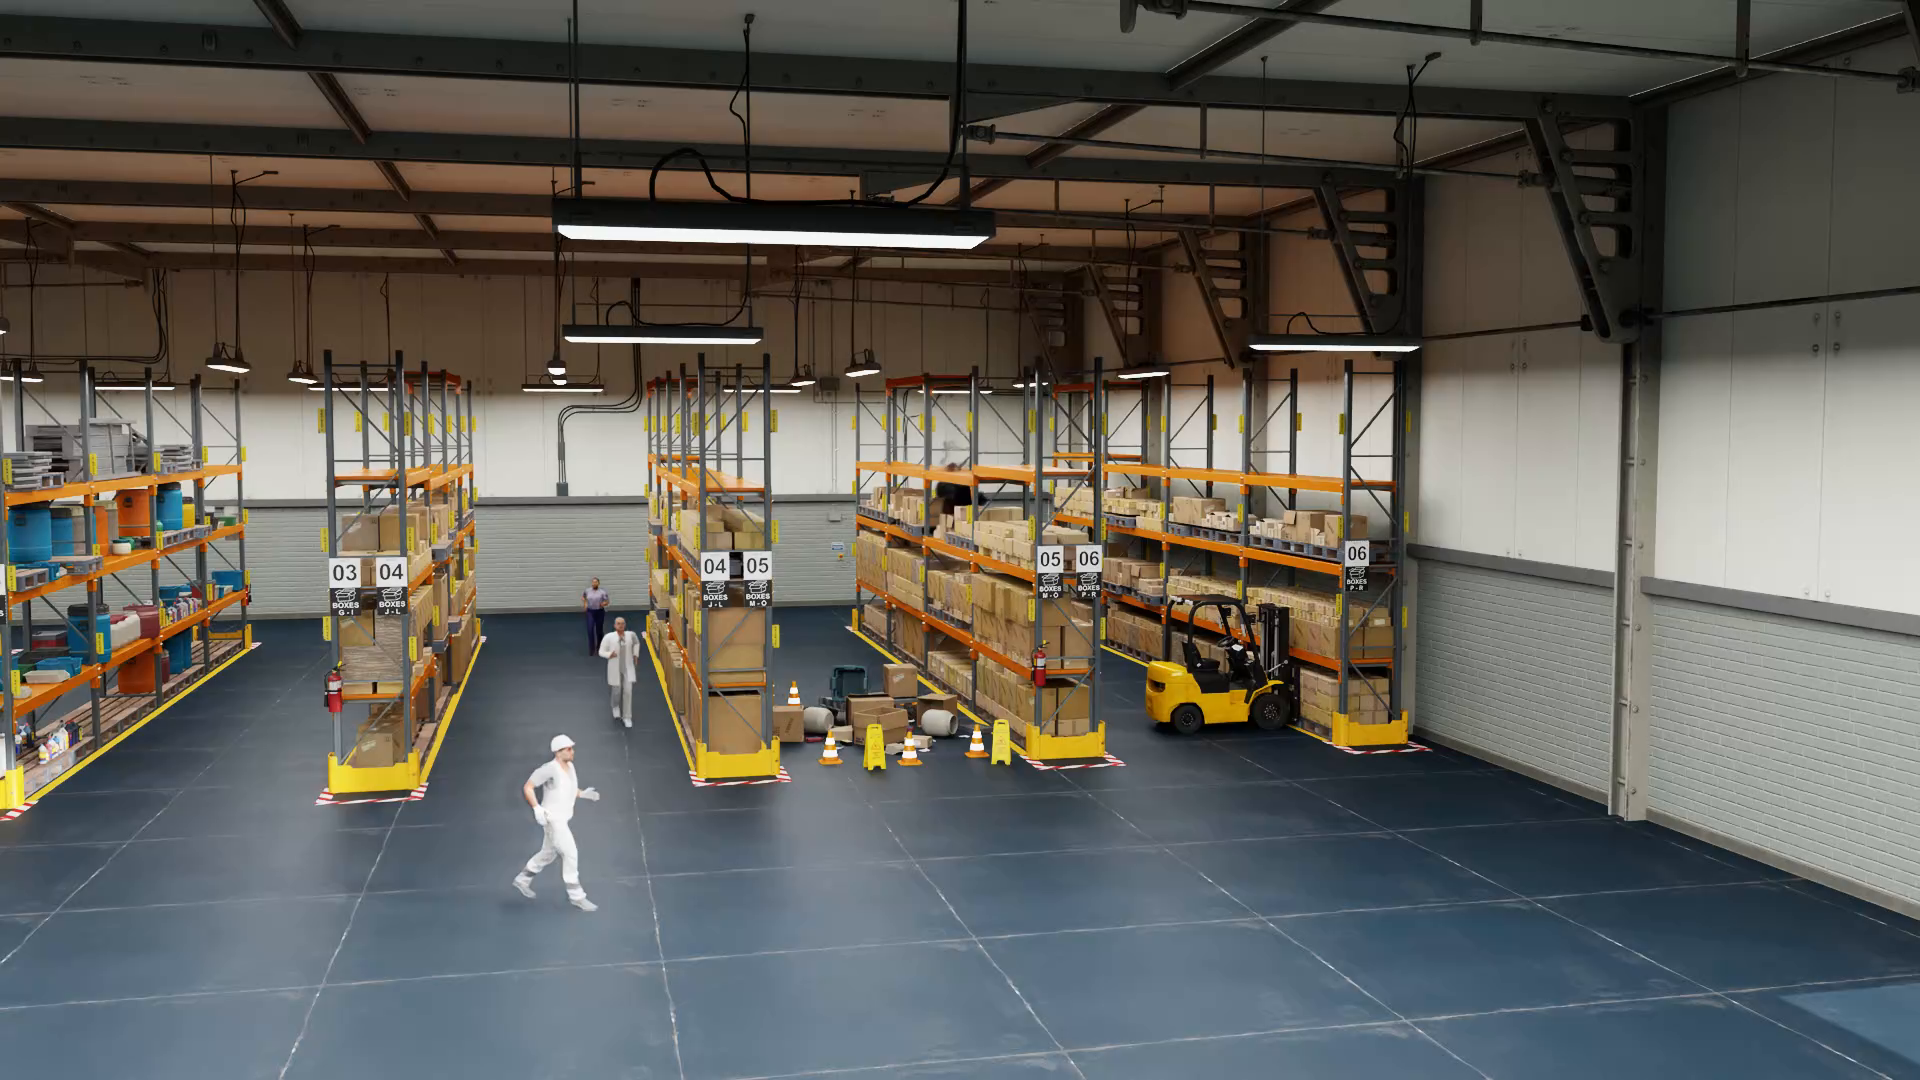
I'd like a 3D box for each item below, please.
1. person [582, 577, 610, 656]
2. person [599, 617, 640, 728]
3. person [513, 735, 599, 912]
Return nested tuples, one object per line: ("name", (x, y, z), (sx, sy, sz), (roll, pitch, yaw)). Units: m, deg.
("person", (-7.966, 1.656, 36.365), (0.605, 1.654, 0.906), (-1, 4, -9))
("person", (-5.644, 2.169, 27.670), (0.710, 1.781, 1.049), (-1, 4, -20))
("person", (-4.204, 2.910, 17.205), (0.967, 1.805, 0.597), (1, 4, 8))
